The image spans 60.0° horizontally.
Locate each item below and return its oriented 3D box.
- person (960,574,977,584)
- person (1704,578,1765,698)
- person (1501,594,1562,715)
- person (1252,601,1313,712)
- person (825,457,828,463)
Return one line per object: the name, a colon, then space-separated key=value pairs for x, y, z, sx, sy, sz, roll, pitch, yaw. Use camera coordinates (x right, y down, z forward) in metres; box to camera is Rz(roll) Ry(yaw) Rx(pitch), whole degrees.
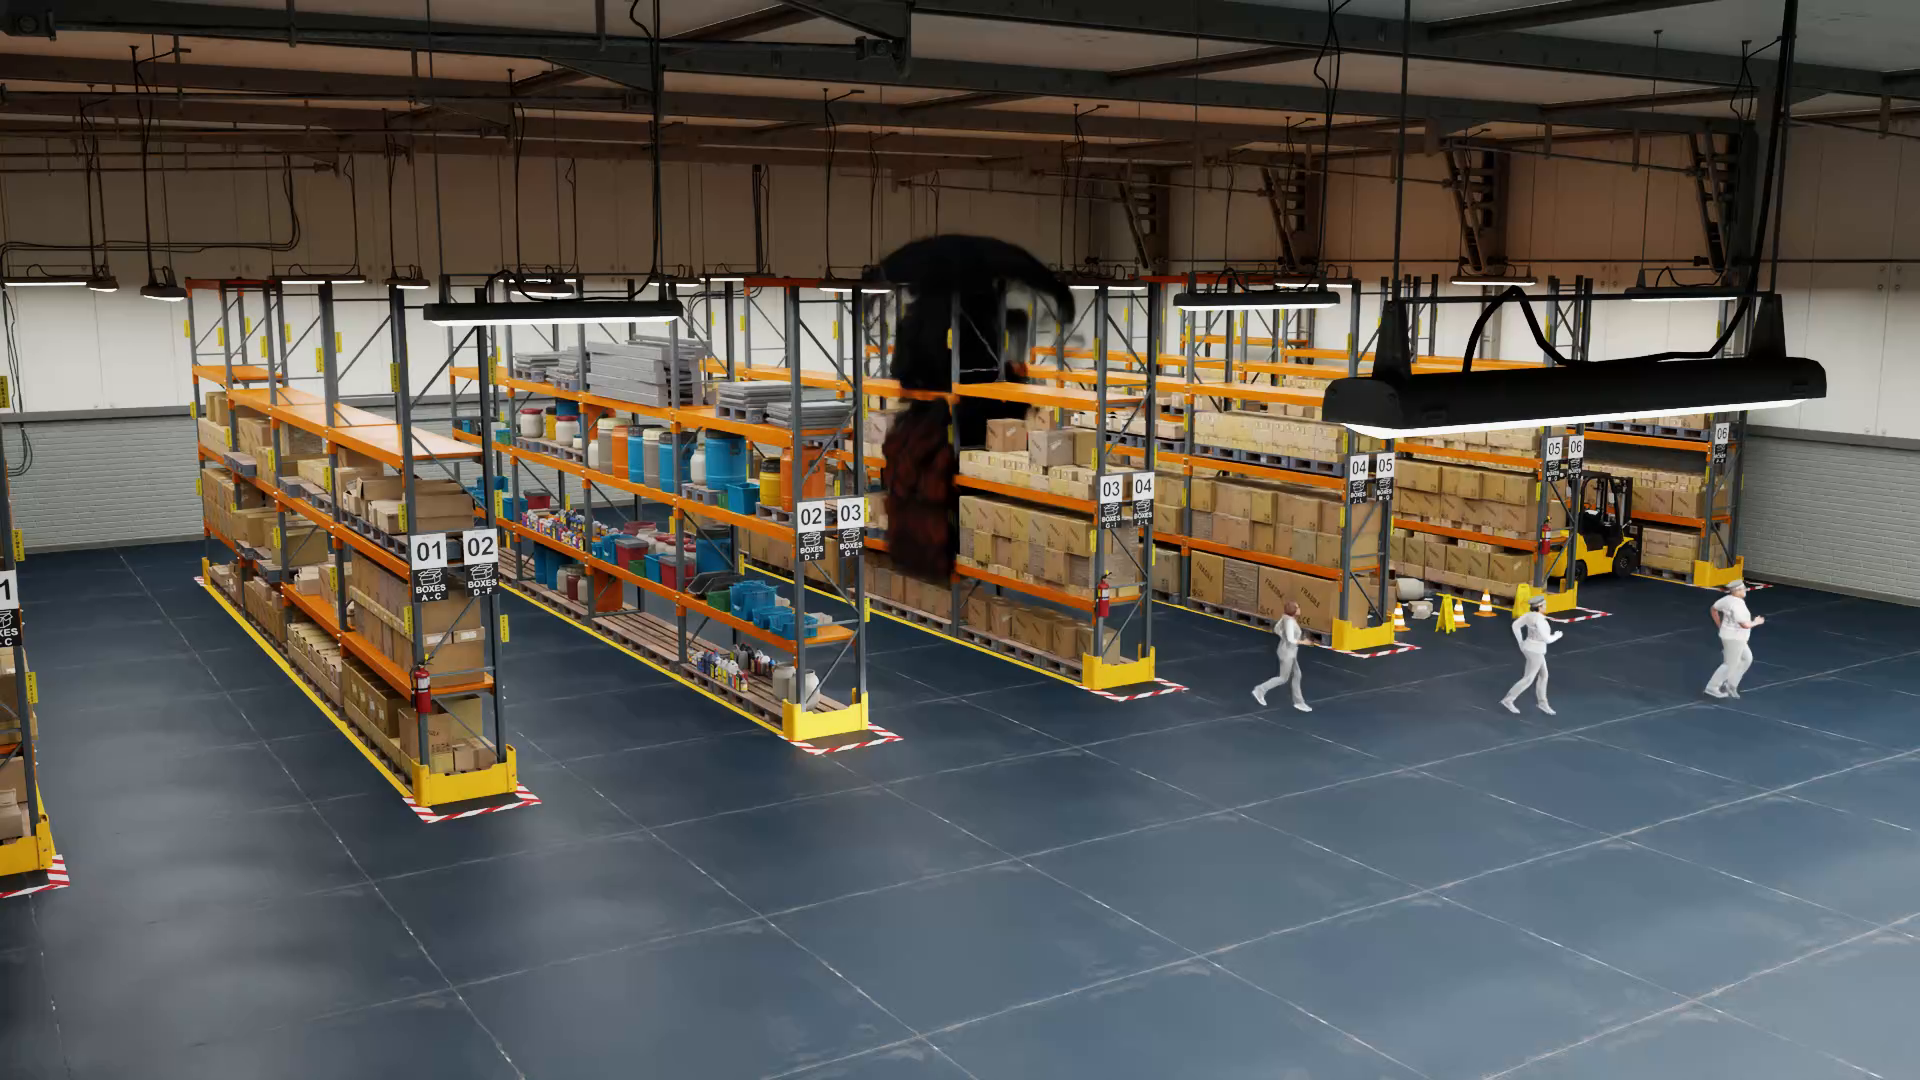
person: x=0.194 y=0.207 z=31.858 sx=0.587 sy=1.660 sz=0.610 roll=-7 pitch=12 yaw=-35
person: x=11.229 y=1.460 z=24.097 sx=0.748 sy=1.847 sz=0.647 roll=2 pitch=10 yaw=12
person: x=7.993 y=1.618 z=23.248 sx=0.806 sy=1.747 sz=0.612 roll=0 pitch=10 yaw=2
person: x=4.571 y=1.641 z=23.489 sx=0.873 sy=1.600 sz=0.550 roll=1 pitch=10 yaw=5
person: x=-3.396 y=-1.254 z=40.241 sx=0.801 sy=1.714 sz=0.592 roll=0 pitch=10 yaw=0
